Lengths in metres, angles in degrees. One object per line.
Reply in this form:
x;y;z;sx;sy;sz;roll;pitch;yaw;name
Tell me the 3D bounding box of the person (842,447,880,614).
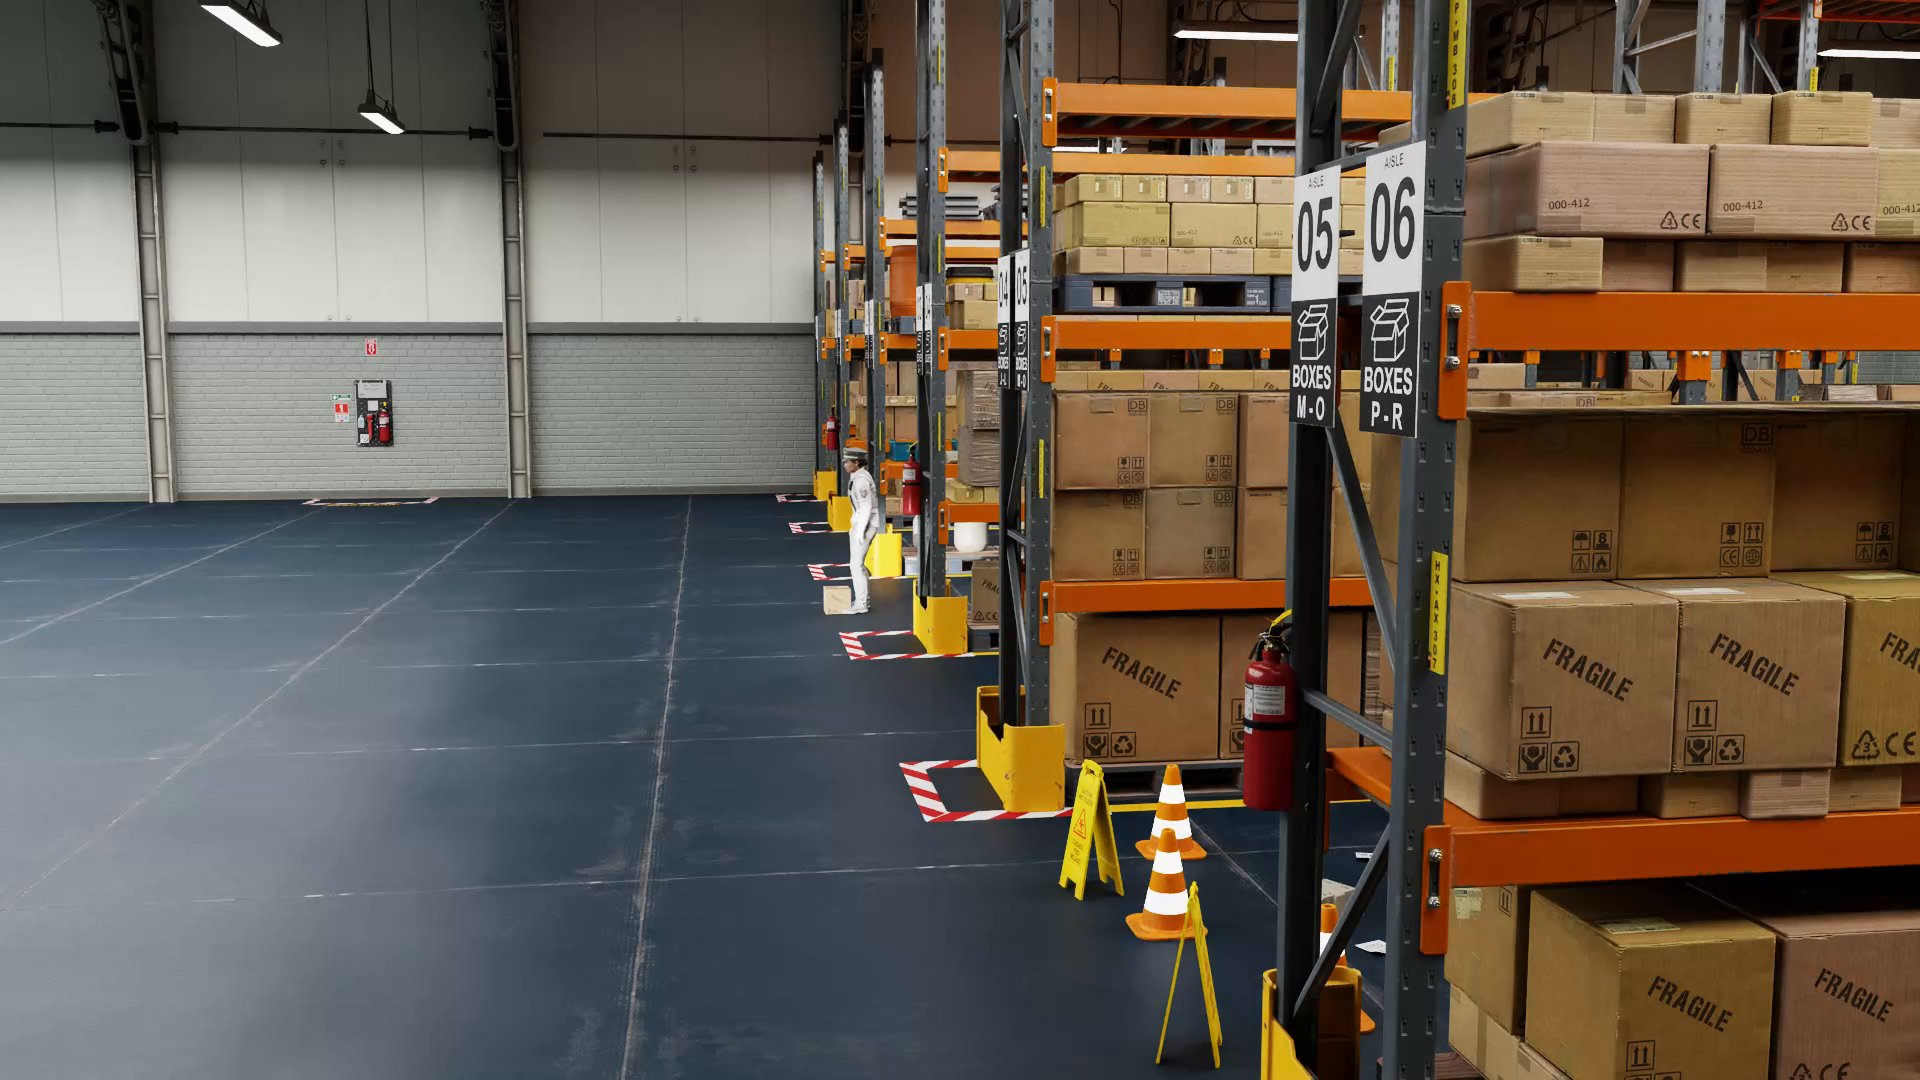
-1.015;-0.103;16.714;0.409;1.663;0.527;-1;7;-9;person
